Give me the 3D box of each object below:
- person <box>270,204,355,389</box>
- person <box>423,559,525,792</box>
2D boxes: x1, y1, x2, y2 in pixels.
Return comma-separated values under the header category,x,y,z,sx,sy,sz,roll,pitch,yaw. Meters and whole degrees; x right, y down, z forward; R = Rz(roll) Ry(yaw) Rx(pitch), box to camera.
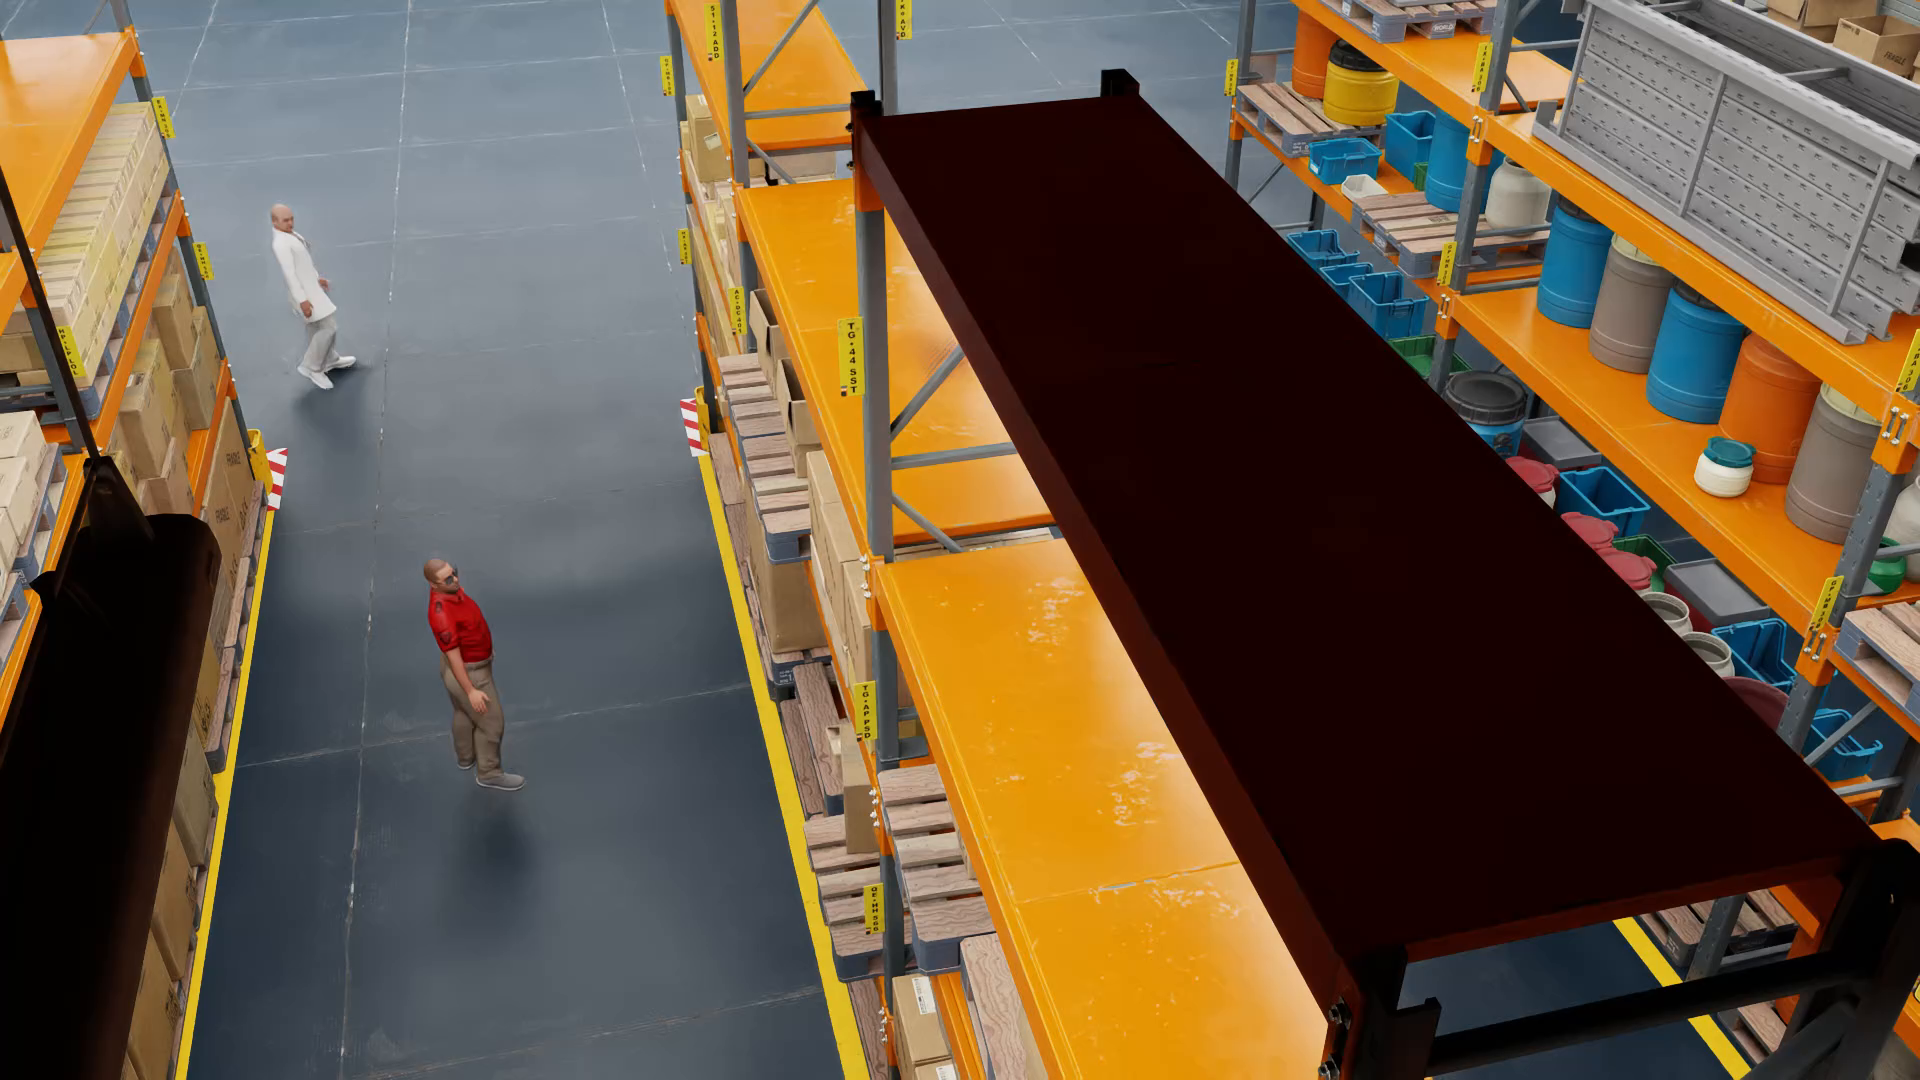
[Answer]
category,x,y,z,sx,sy,sz,roll,pitch,yaw
person,-6.256,-2.373,15.999,0.573,1.797,0.649,-17,38,-23
person,-3.235,0.918,10.998,0.396,1.764,0.722,-15,37,-21
